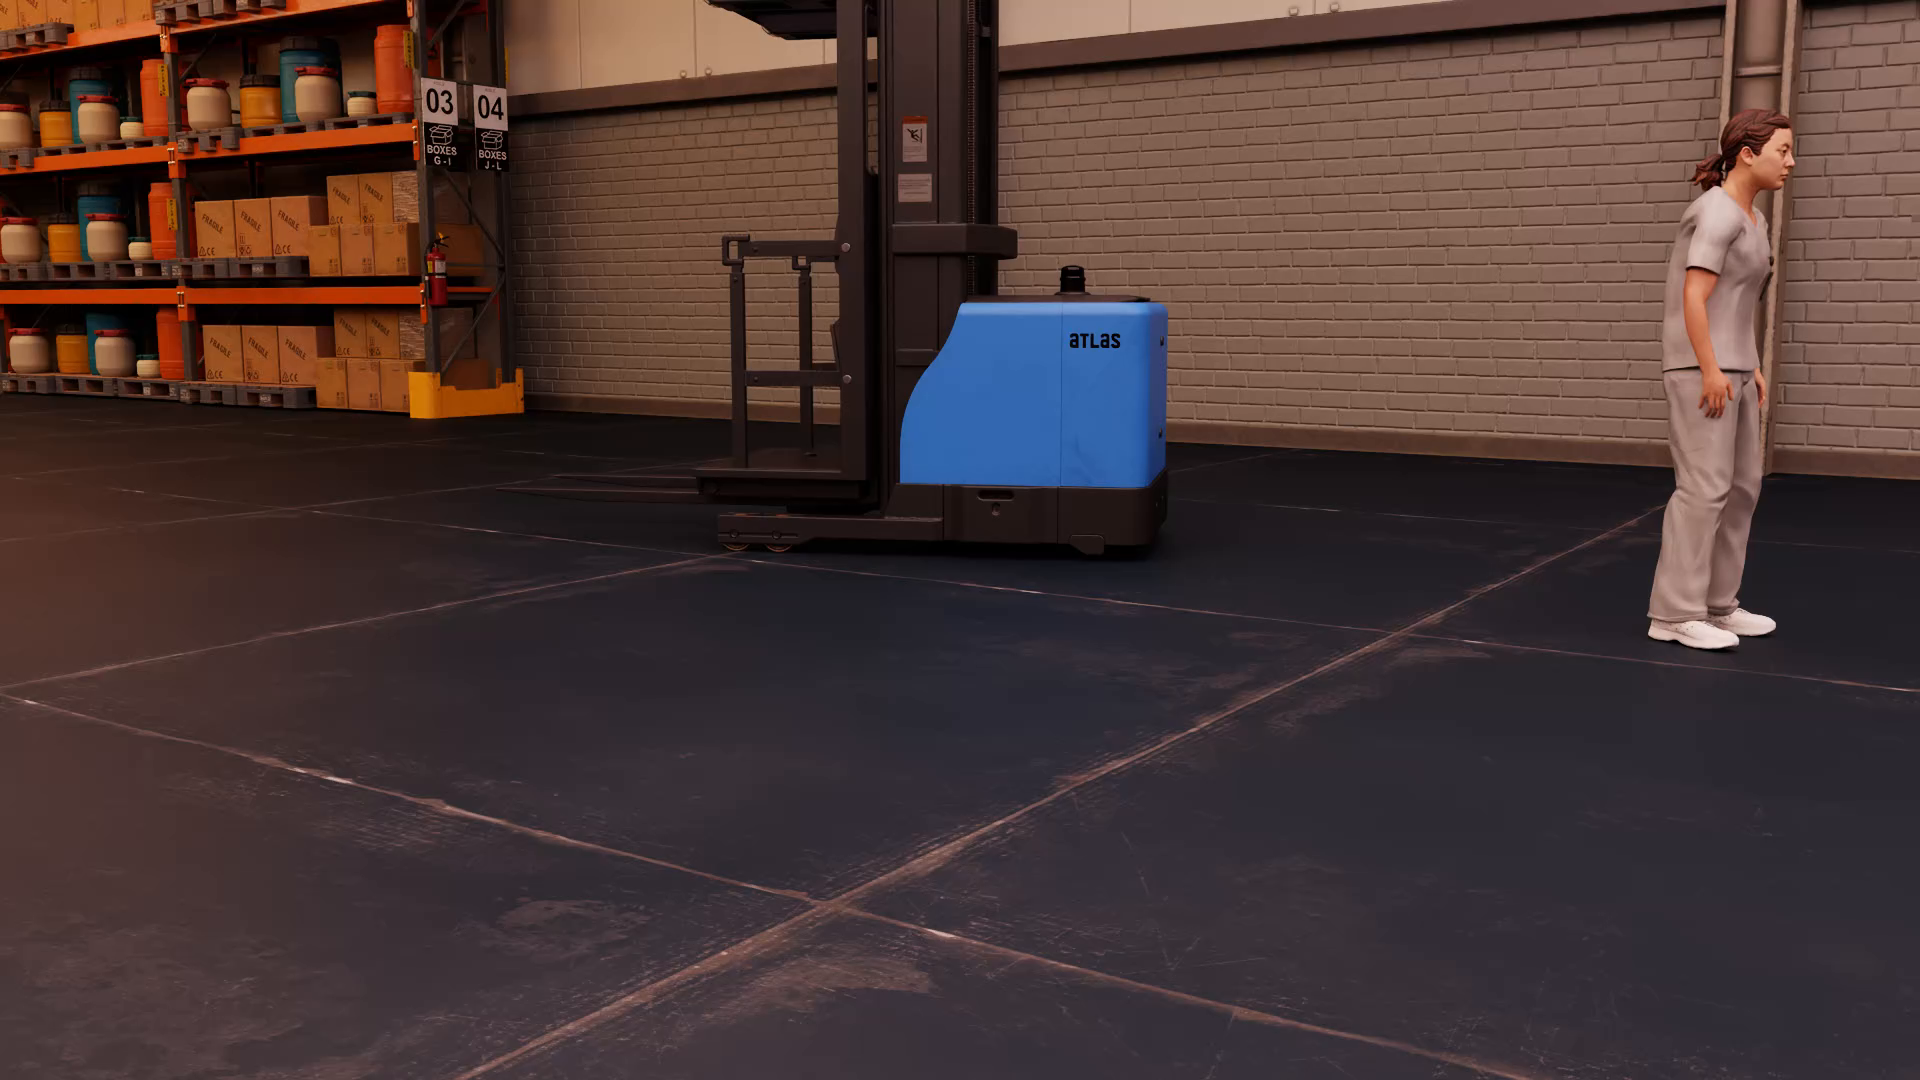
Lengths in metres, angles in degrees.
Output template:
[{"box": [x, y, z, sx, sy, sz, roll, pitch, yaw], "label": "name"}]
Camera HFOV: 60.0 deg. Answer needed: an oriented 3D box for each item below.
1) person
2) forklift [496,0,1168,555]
[{"box": [2.426, -0.516, 5.294, 0.355, 1.673, 0.509, 7, 11, 41], "label": "person"}, {"box": [-0.596, -1.469, 7.520, 3.031, 2.935, 1.130, 2, 8, 12], "label": "forklift"}]
